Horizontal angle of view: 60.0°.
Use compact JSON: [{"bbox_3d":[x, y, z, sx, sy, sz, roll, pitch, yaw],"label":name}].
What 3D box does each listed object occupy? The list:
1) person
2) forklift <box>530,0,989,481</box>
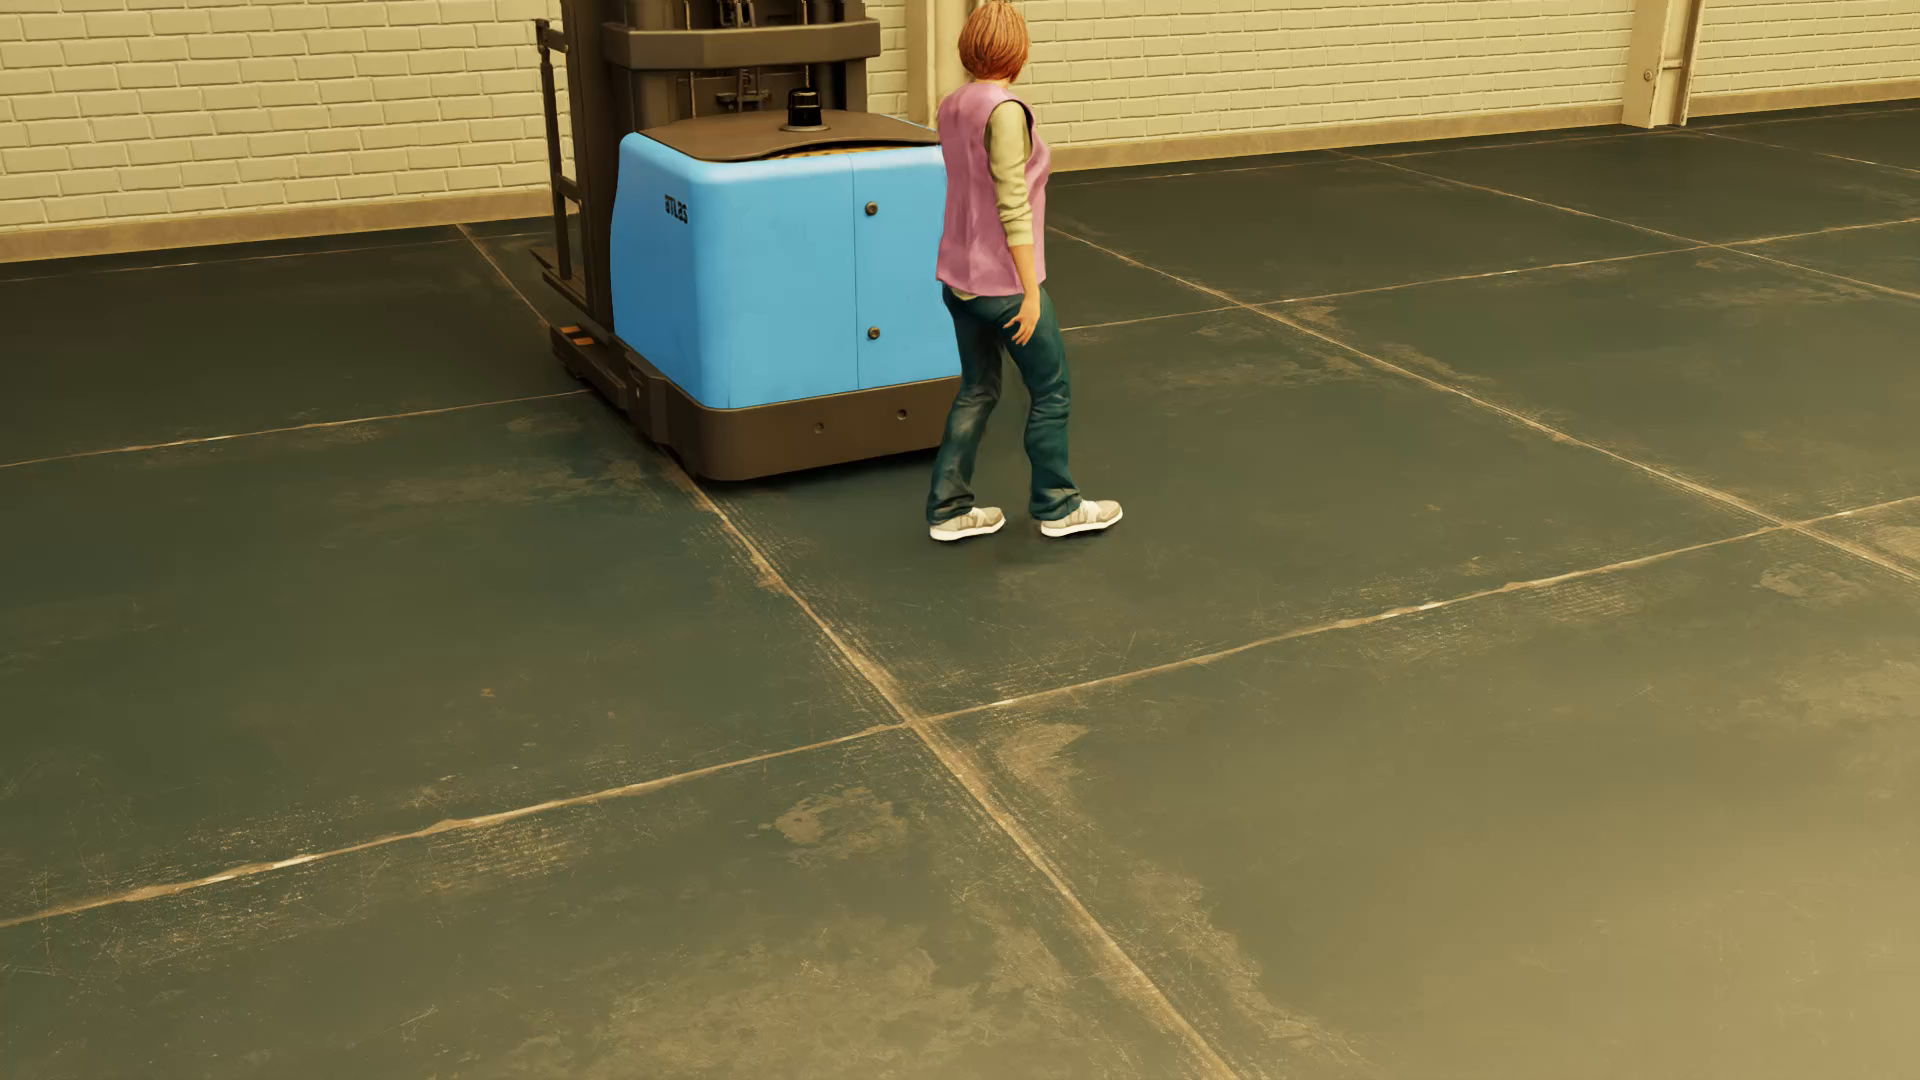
[{"bbox_3d":[0.163,-0.760,4.907,0.603,1.564,0.566,-13,26,-28],"label":"person"},{"bbox_3d":[-1.026,-2.071,6.271,1.130,2.935,3.031,-11,25,-25],"label":"forklift"}]
